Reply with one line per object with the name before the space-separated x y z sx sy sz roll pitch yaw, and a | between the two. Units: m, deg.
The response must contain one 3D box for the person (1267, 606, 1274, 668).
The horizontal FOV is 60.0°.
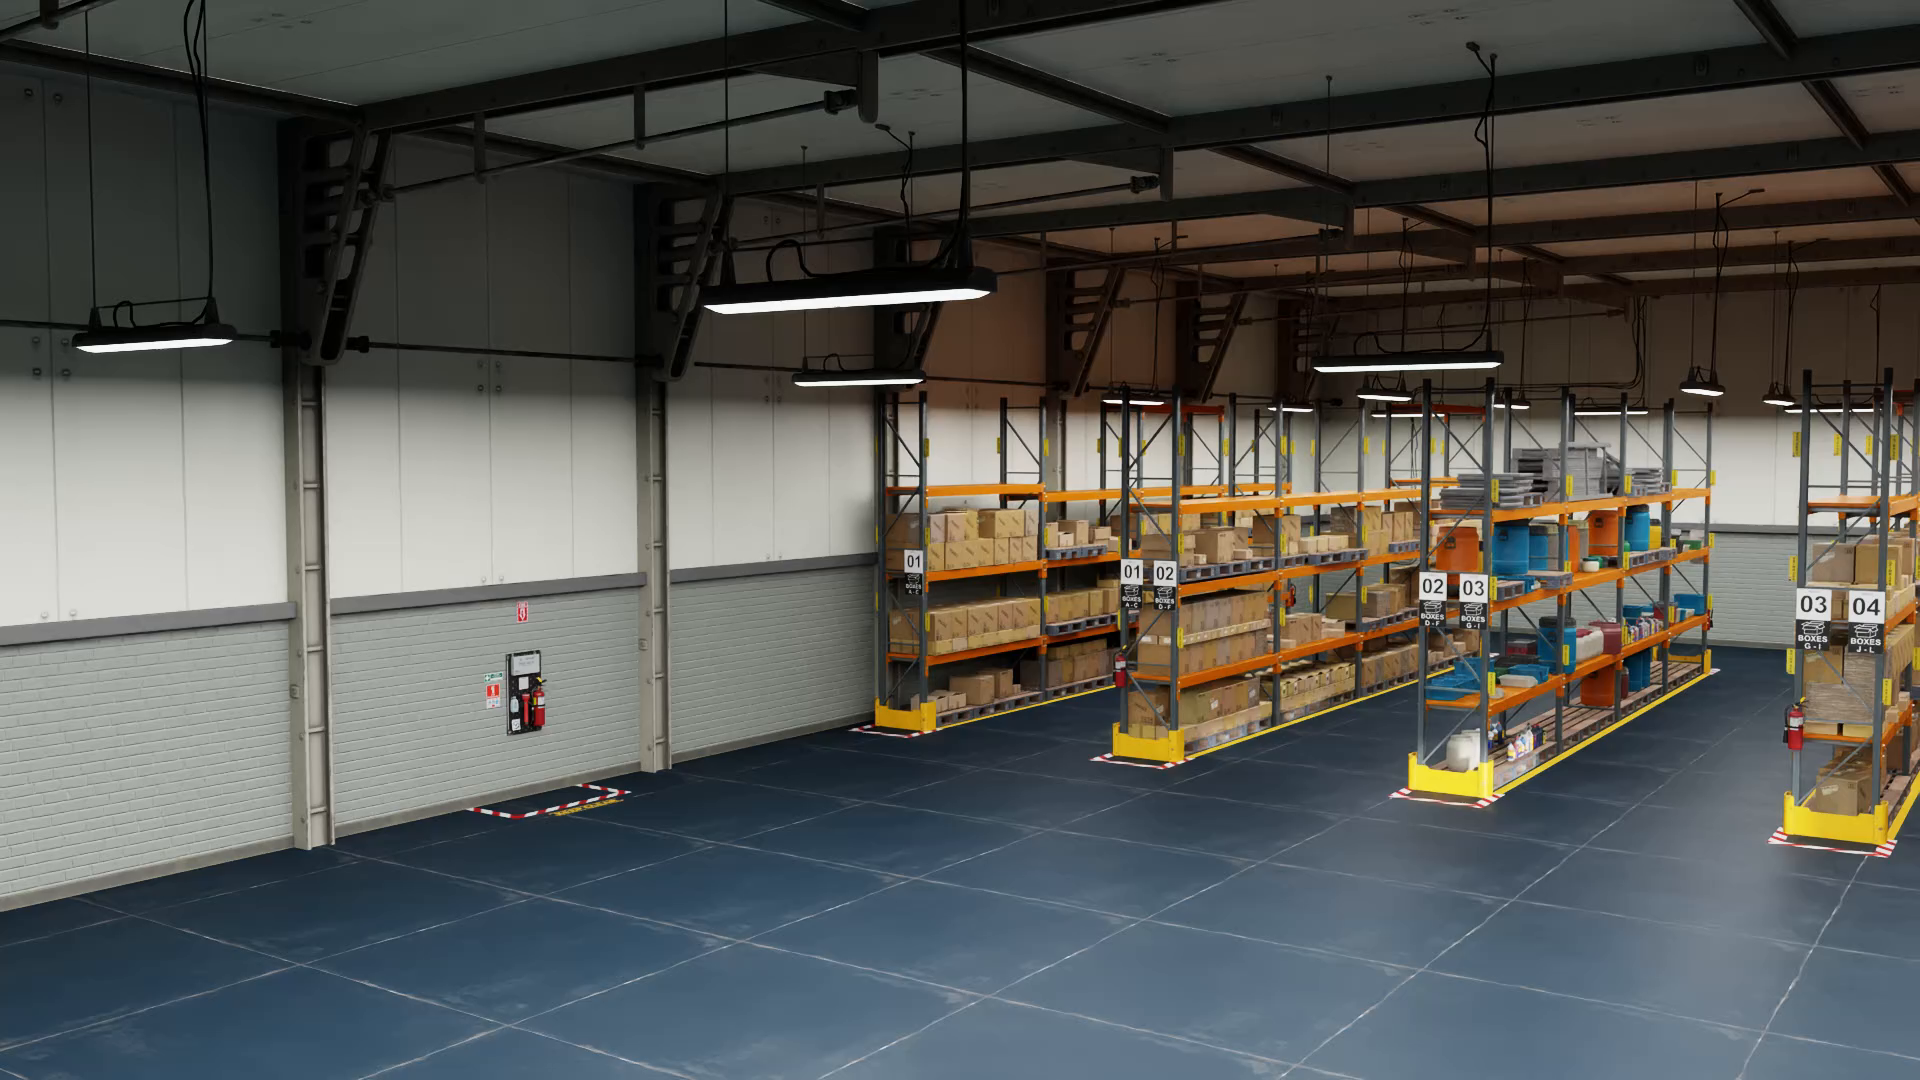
person | 6.630 2.214 35.128 0.699 1.688 0.729 3 4 44
